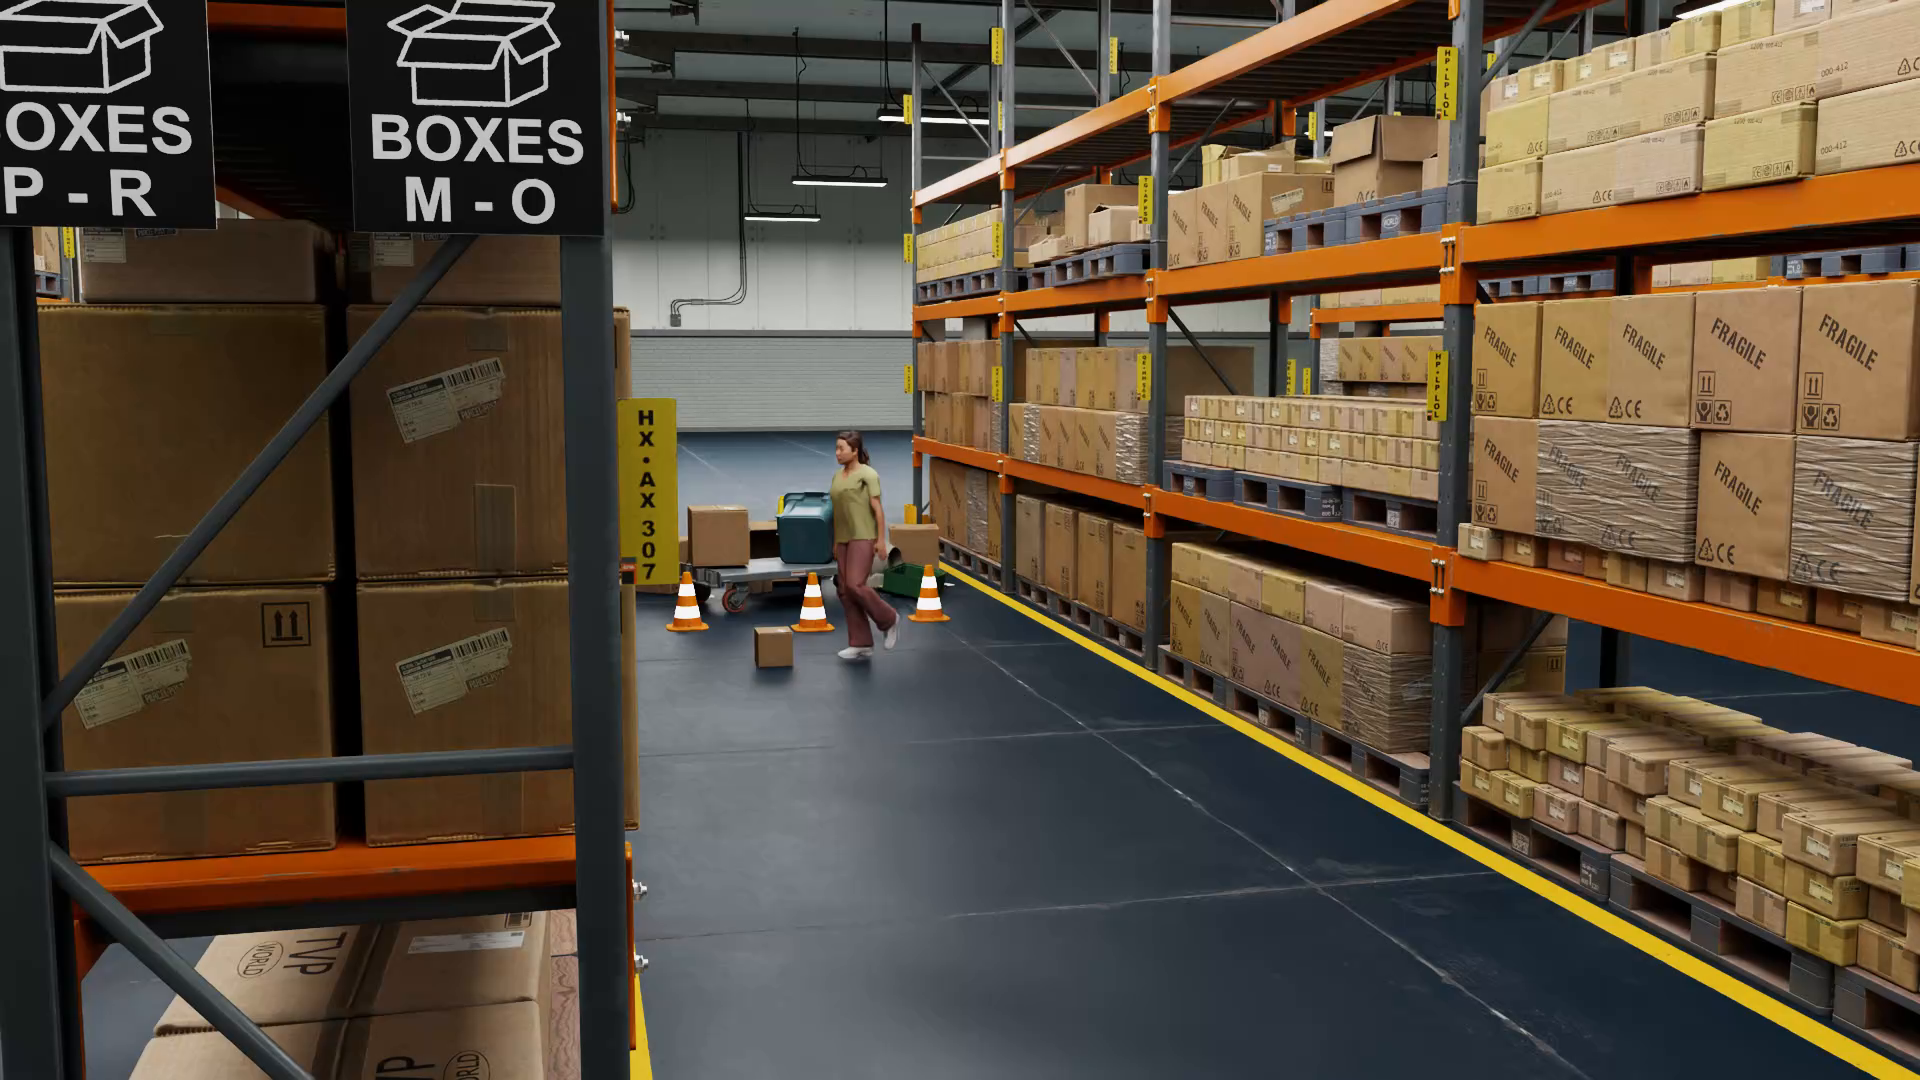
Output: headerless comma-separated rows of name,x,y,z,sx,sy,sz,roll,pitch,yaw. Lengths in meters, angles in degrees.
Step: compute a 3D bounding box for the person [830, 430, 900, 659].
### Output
person,-0.754,0.025,12.233,0.503,1.667,0.503,6,8,43
